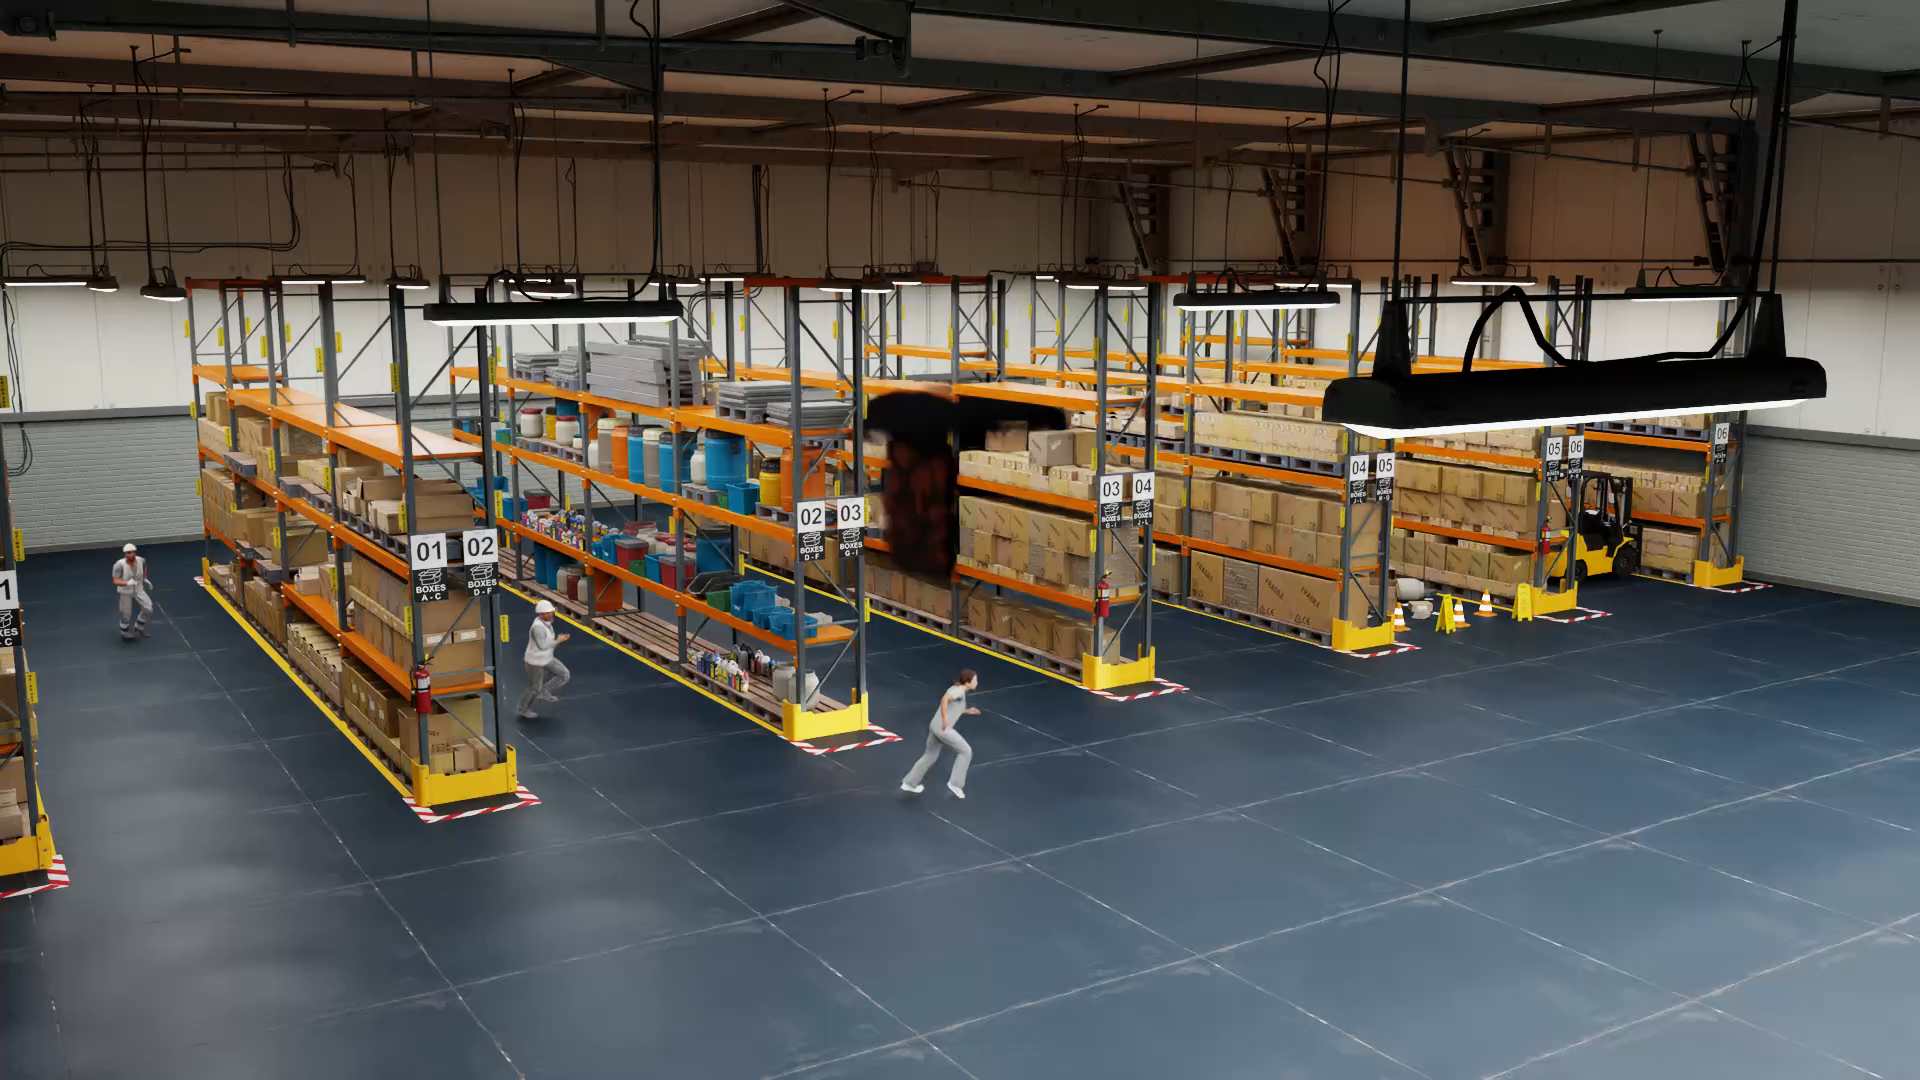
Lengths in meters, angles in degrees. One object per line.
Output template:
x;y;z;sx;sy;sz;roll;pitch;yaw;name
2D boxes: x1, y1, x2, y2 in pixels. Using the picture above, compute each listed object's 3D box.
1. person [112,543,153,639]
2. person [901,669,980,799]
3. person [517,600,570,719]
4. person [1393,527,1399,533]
-13.786;0.863;27.745;0.910;1.676;0.704;8;13;41;person
-0.226;2.321;19.654;0.956;1.602;0.608;-1;10;-6;person
-5.782;1.669;22.940;0.863;1.730;0.624;1;10;8;person
9.441;-0.463;35.877;0.627;1.655;0.728;-9;13;-42;person
